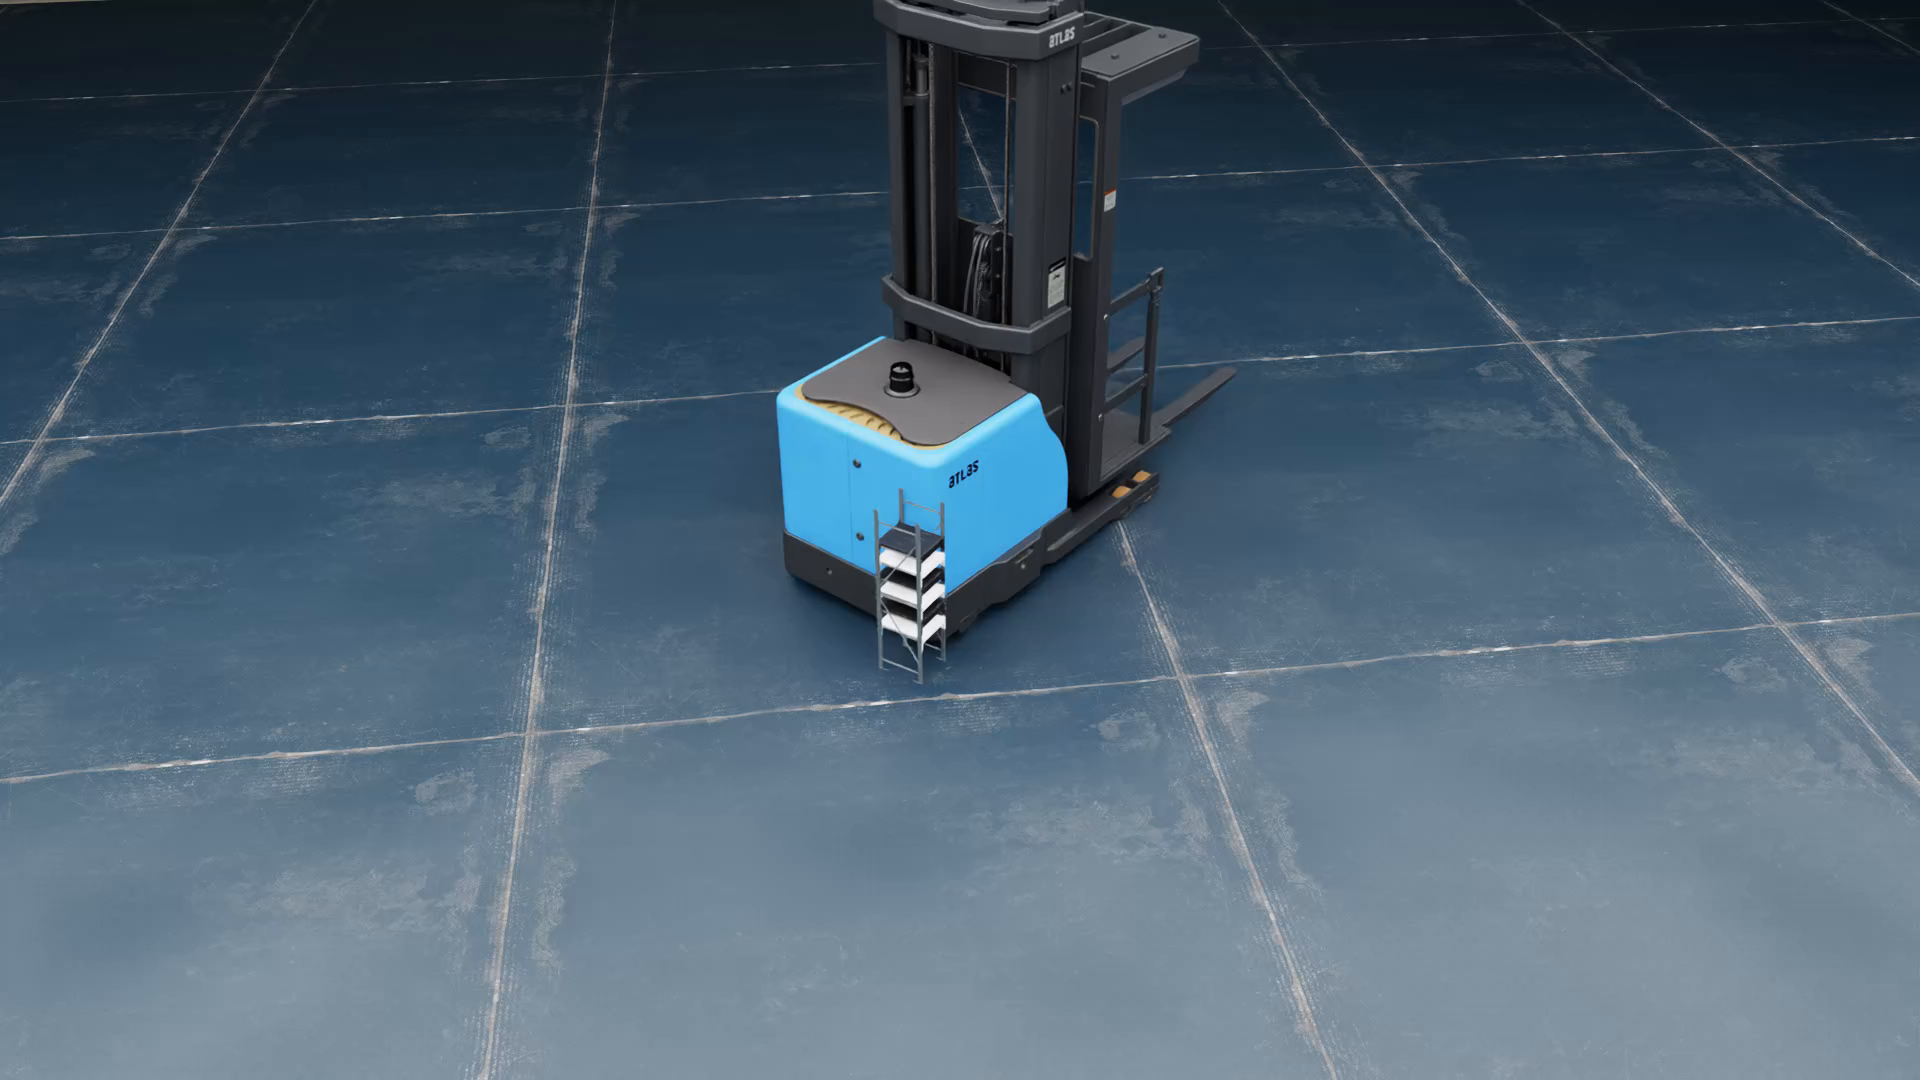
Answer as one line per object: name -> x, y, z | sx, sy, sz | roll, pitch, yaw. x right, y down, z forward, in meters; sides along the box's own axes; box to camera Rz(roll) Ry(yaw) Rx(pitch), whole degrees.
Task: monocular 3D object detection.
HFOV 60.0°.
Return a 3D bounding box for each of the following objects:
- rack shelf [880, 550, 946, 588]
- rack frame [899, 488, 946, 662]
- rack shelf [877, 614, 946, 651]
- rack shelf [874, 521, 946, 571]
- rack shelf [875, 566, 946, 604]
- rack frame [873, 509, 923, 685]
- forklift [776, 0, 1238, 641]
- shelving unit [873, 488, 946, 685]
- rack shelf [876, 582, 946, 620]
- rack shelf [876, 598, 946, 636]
rack shelf -> -0.226, 0.099, 7.545 | 0.258, 0.077, 0.200 | 19, 39, 26
rack frame -> -0.173, 0.171, 7.699 | 0.240, 0.900, 0.006 | 19, 39, 26
rack shelf -> -0.225, 0.397, 7.748 | 0.258, 0.077, 0.200 | 19, 39, 26
rack shelf -> -0.226, 0.025, 7.494 | 0.258, 0.077, 0.200 | 19, 39, 26
rack shelf -> -0.226, 0.174, 7.595 | 0.258, 0.077, 0.200 | 19, 39, 26
rack frame -> -0.279, 0.269, 7.556 | 0.240, 0.900, 0.006 | 19, 39, 26
forklift -> 0.431, -1.494, 8.340 | 1.130, 2.935, 3.031 | 25, 41, 31
shelving unit -> -0.226, 0.220, 7.627 | 0.258, 0.900, 0.210 | 19, 39, 26
rack shelf -> -0.225, 0.248, 7.646 | 0.258, 0.077, 0.200 | 19, 39, 26
rack shelf -> -0.225, 0.322, 7.697 | 0.258, 0.077, 0.200 | 19, 39, 26
